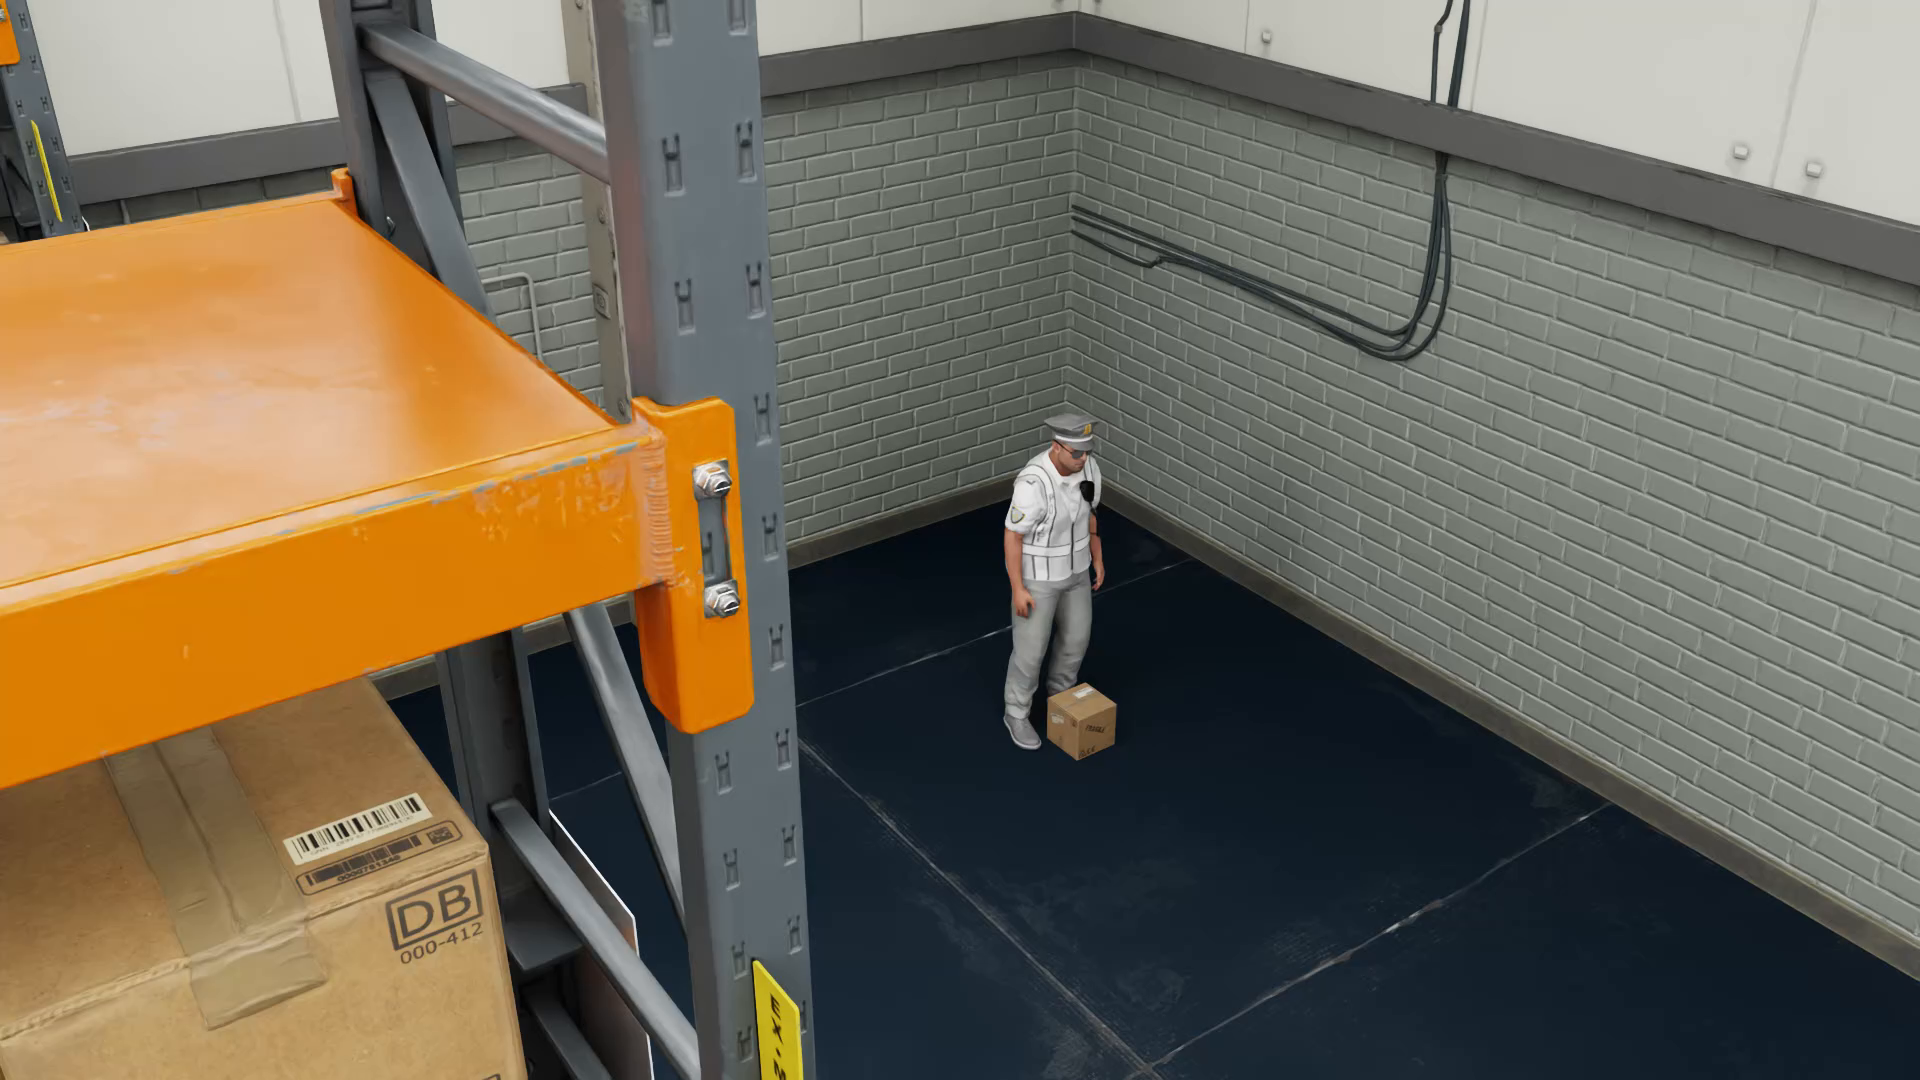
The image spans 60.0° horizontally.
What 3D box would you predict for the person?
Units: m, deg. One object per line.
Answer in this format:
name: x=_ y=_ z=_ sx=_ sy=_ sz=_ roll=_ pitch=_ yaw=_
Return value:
person: x=0.461 y=0.159 z=8.321 sx=0.600 sy=1.749 sz=0.433 roll=-20 pitch=34 yaw=-32
